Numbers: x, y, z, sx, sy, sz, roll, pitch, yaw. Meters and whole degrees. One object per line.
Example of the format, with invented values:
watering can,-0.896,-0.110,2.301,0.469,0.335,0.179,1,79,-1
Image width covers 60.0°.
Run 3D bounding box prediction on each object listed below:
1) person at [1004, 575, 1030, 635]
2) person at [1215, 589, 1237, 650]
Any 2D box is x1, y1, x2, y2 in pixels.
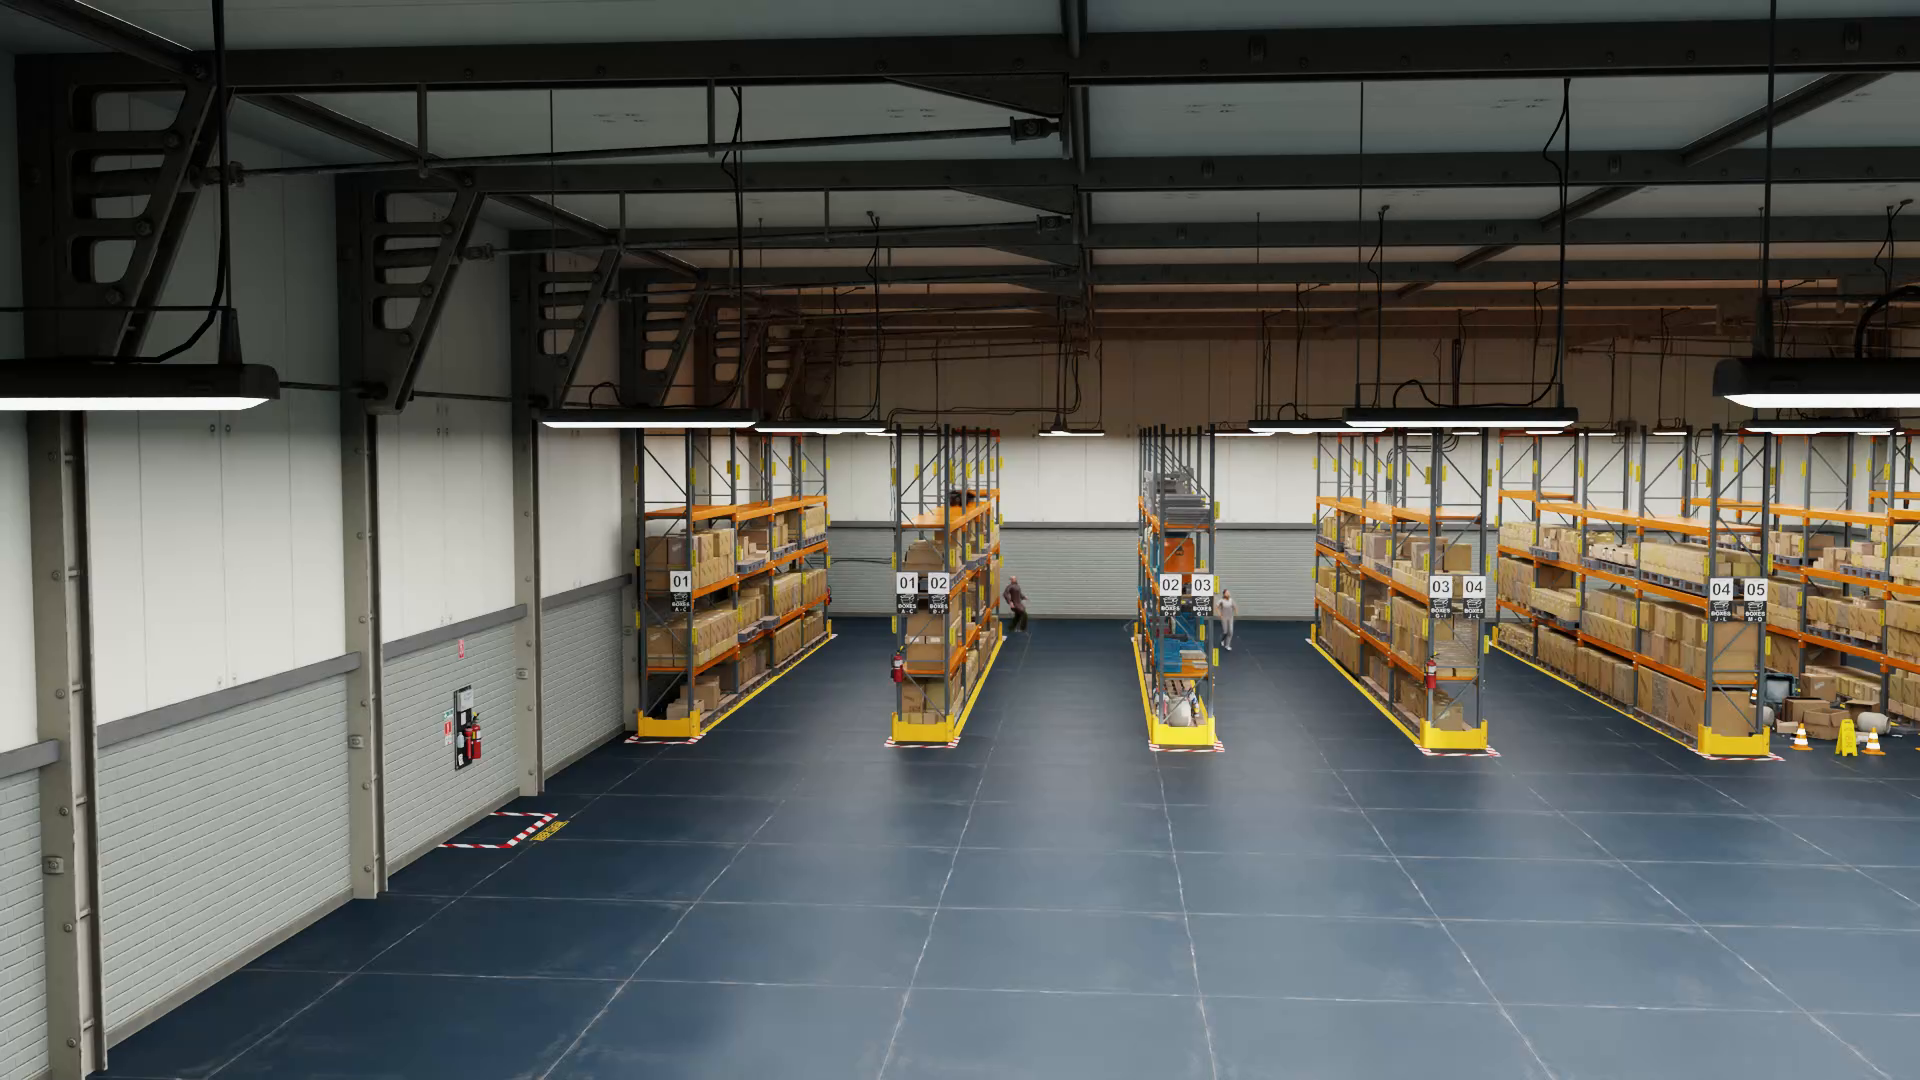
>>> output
person,1.675,1.922,48.521,0.737,1.791,0.754,1,4,16
person,7.280,2.161,45.356,0.615,1.645,0.602,-1,4,-15
